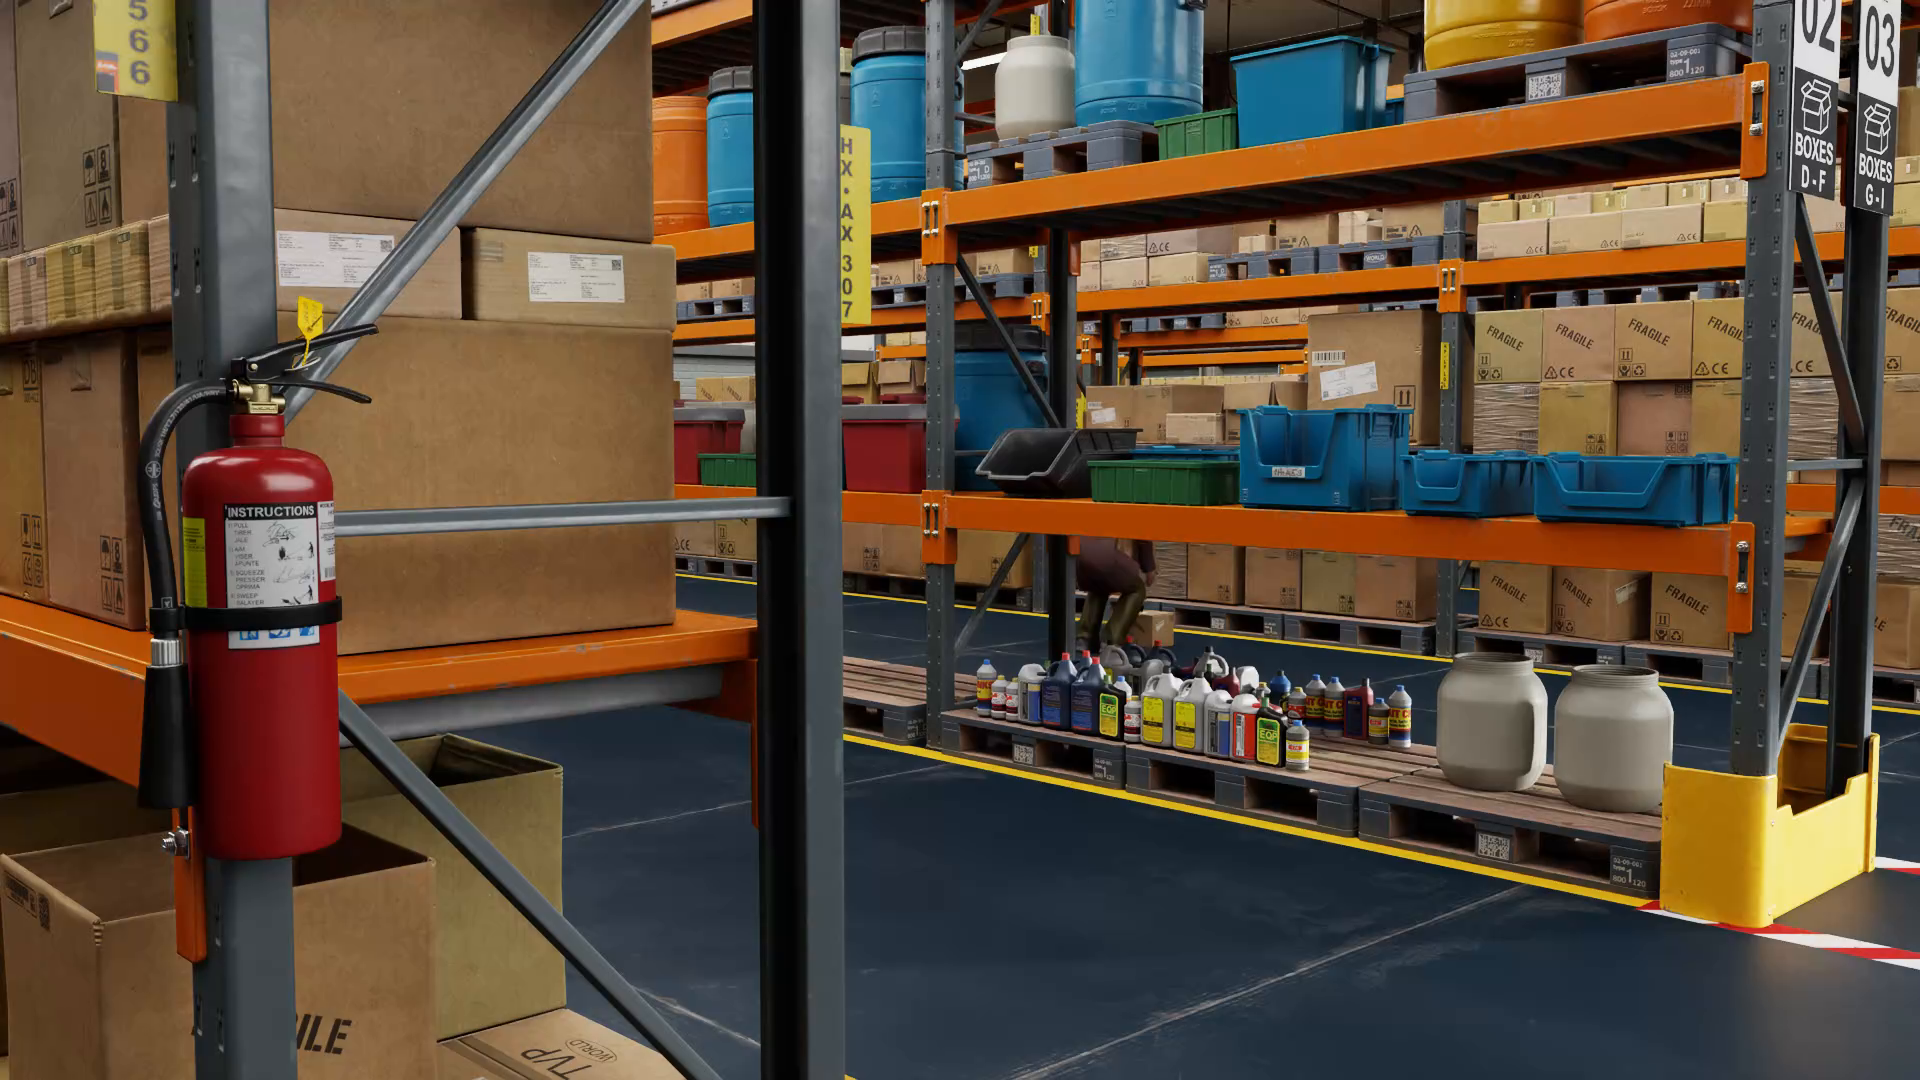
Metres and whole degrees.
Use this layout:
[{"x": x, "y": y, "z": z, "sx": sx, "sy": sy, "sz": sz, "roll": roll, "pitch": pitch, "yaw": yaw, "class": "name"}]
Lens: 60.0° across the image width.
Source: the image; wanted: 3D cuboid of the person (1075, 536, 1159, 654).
[{"x": 1.080, "y": 0.128, "z": 12.239, "sx": 0.737, "sy": 1.393, "sz": 0.633, "roll": -4, "pitch": 5, "yaw": -44, "class": "person"}]
